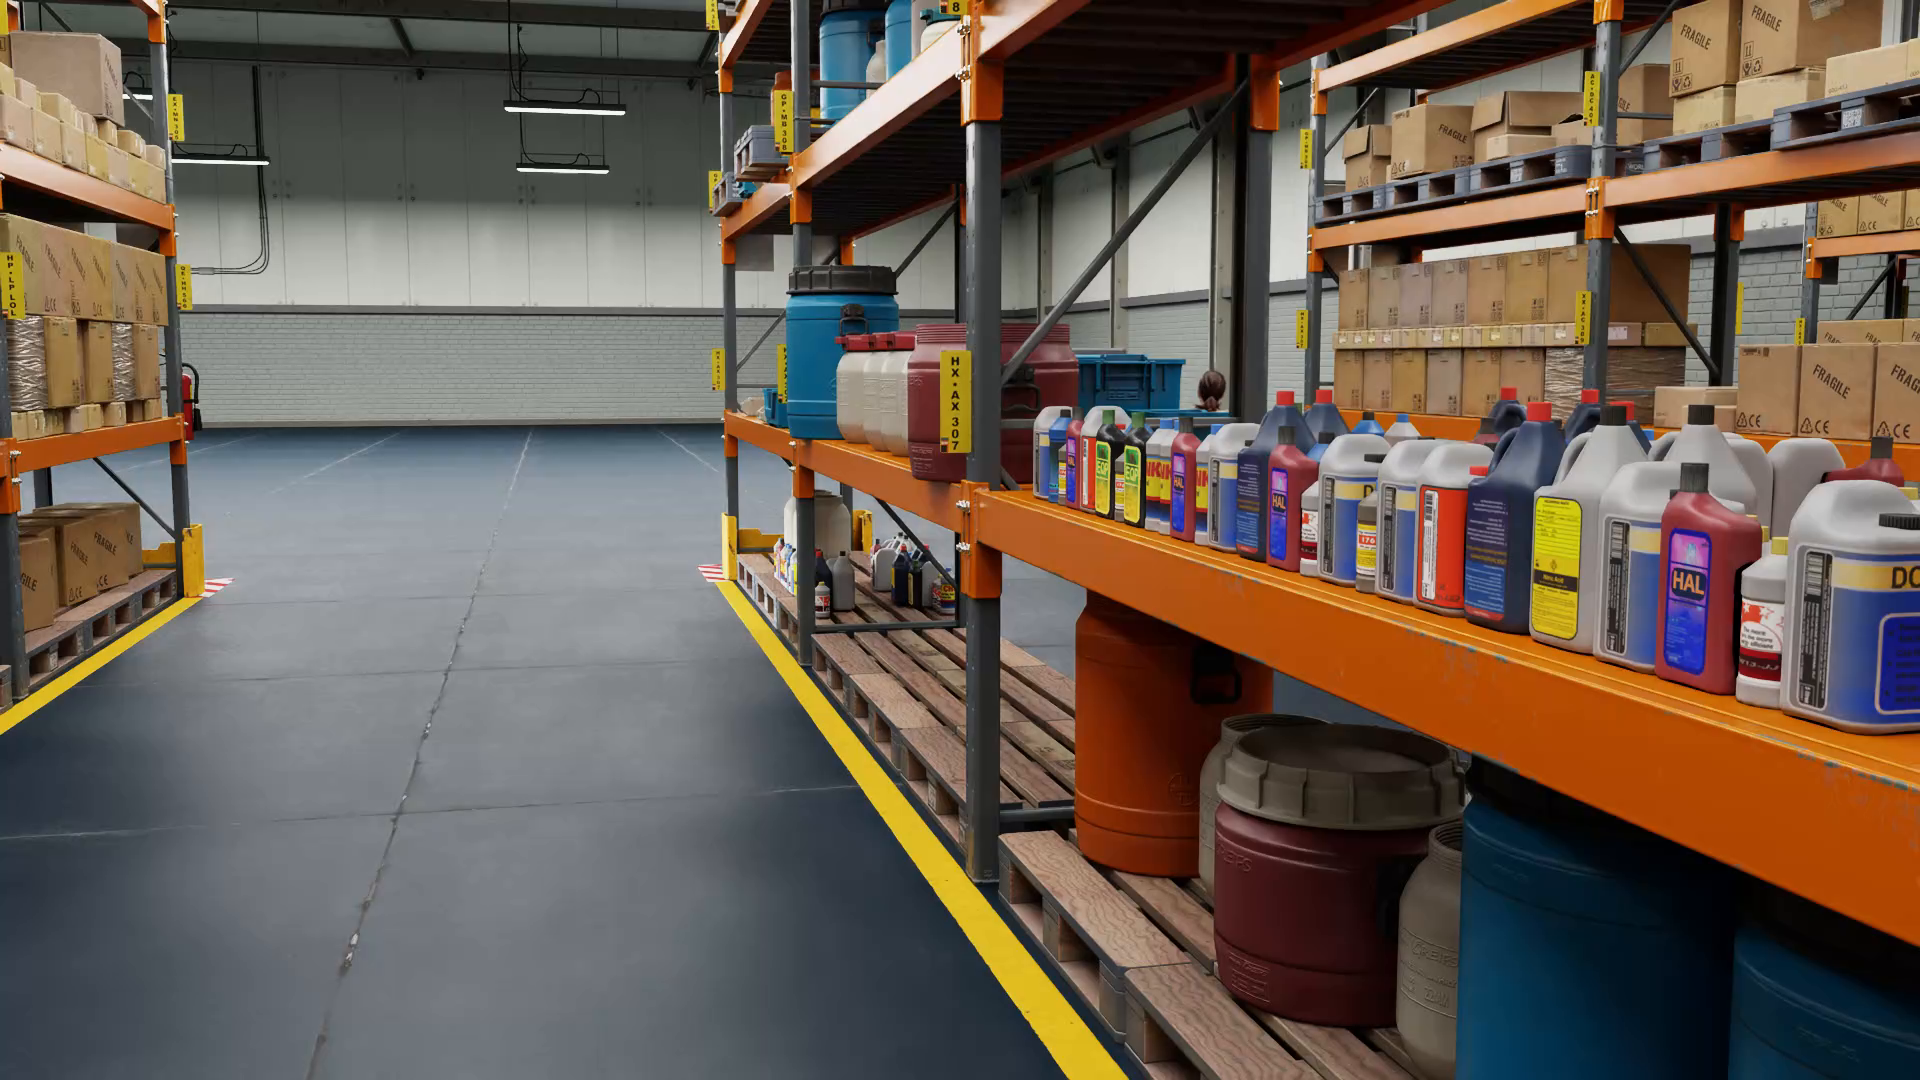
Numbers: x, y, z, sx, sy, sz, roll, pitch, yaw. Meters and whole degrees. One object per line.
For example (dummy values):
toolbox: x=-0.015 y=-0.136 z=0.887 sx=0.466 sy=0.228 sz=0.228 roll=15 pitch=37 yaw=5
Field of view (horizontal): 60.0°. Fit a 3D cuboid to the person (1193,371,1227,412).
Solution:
person: x=1.675 y=-0.310 z=11.019 sx=0.446 sy=1.617 sz=1.025 roll=2 pitch=7 yaw=20
